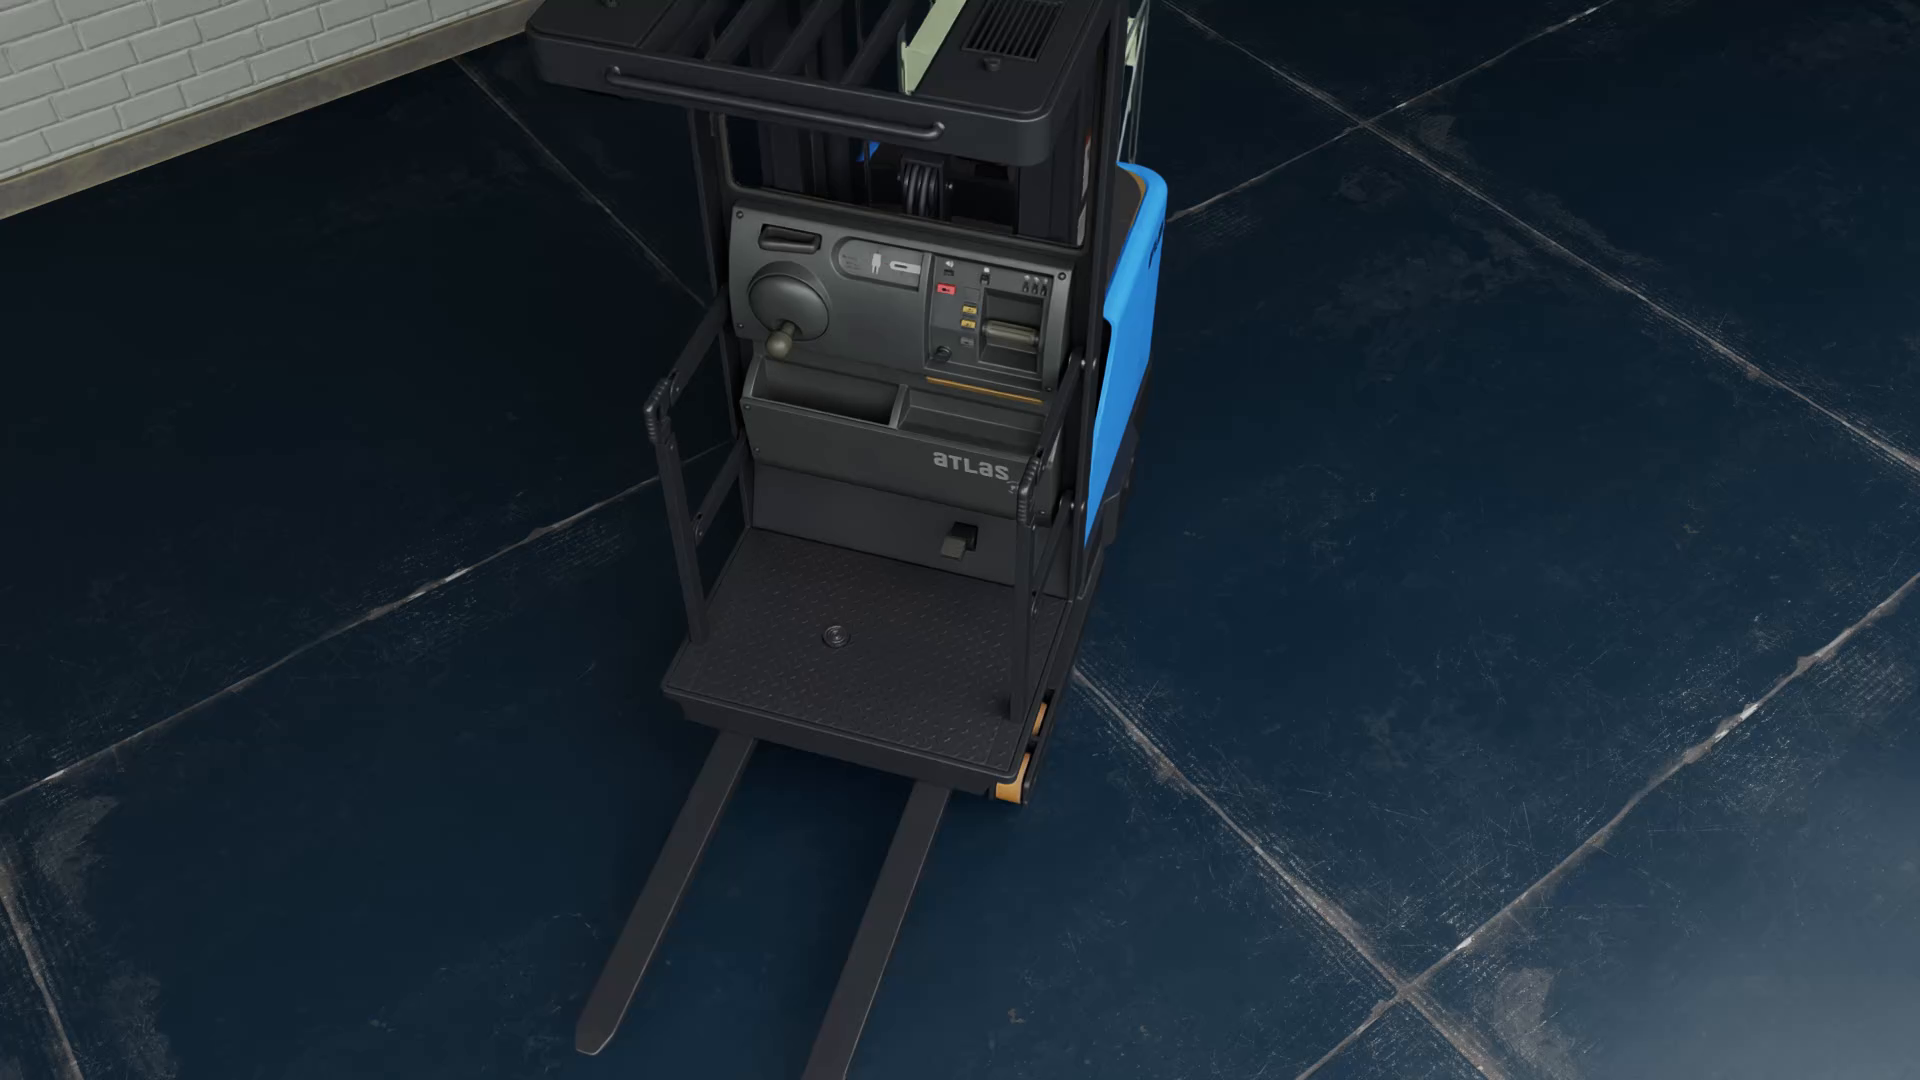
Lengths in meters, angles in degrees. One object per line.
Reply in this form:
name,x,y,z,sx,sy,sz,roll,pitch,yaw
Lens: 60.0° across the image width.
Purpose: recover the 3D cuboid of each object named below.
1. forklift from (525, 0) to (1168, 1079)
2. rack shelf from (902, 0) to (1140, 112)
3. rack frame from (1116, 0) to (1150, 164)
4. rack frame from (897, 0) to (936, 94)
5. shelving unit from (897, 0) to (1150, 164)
forklift,-0.229,-0.529,4.251,1.130,2.935,3.031,13,49,11
rack shelf,0.213,-1.574,5.638,0.720,0.370,0.431,13,49,11
rack frame,0.563,-1.233,5.855,0.023,1.500,0.400,13,49,11
rack frame,-0.137,-1.391,5.999,0.023,1.500,0.400,13,49,11
shelving unit,0.213,-1.312,5.927,0.755,1.500,0.431,13,49,11
